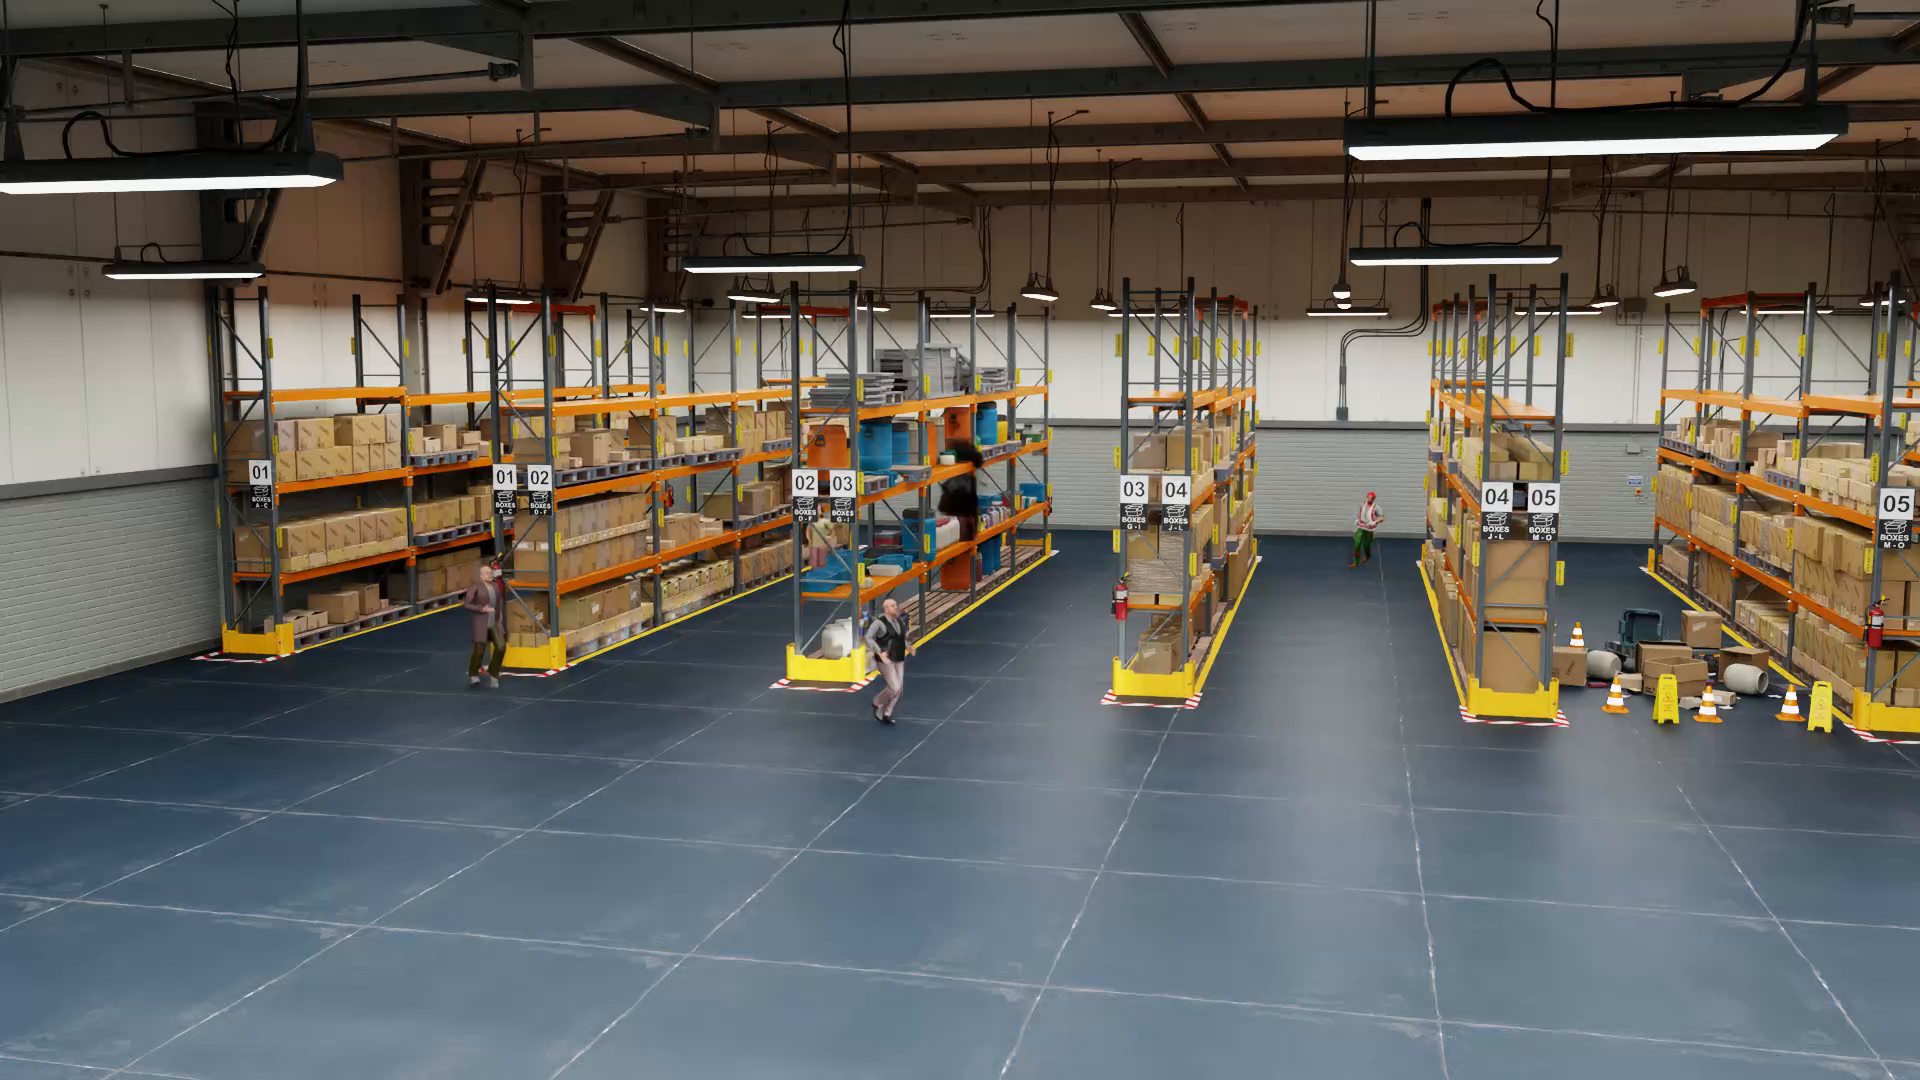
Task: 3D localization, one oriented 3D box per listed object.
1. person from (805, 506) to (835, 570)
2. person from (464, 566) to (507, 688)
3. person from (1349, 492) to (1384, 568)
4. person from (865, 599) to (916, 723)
[{"bbox_3d":[-2.768,0.138,32.751,0.600,1.643,0.584,1,7,11],"label":"person"},{"bbox_3d":[-7.012,1.304,24.693,0.710,1.834,0.715,-6,9,-43],"label":"person"},{"bbox_3d":[9.369,-0.245,38.093,0.695,1.750,0.929,5,8,35],"label":"person"},{"bbox_3d":[-0.893,1.622,22.159,0.567,1.677,0.637,6,9,42],"label":"person"}]
